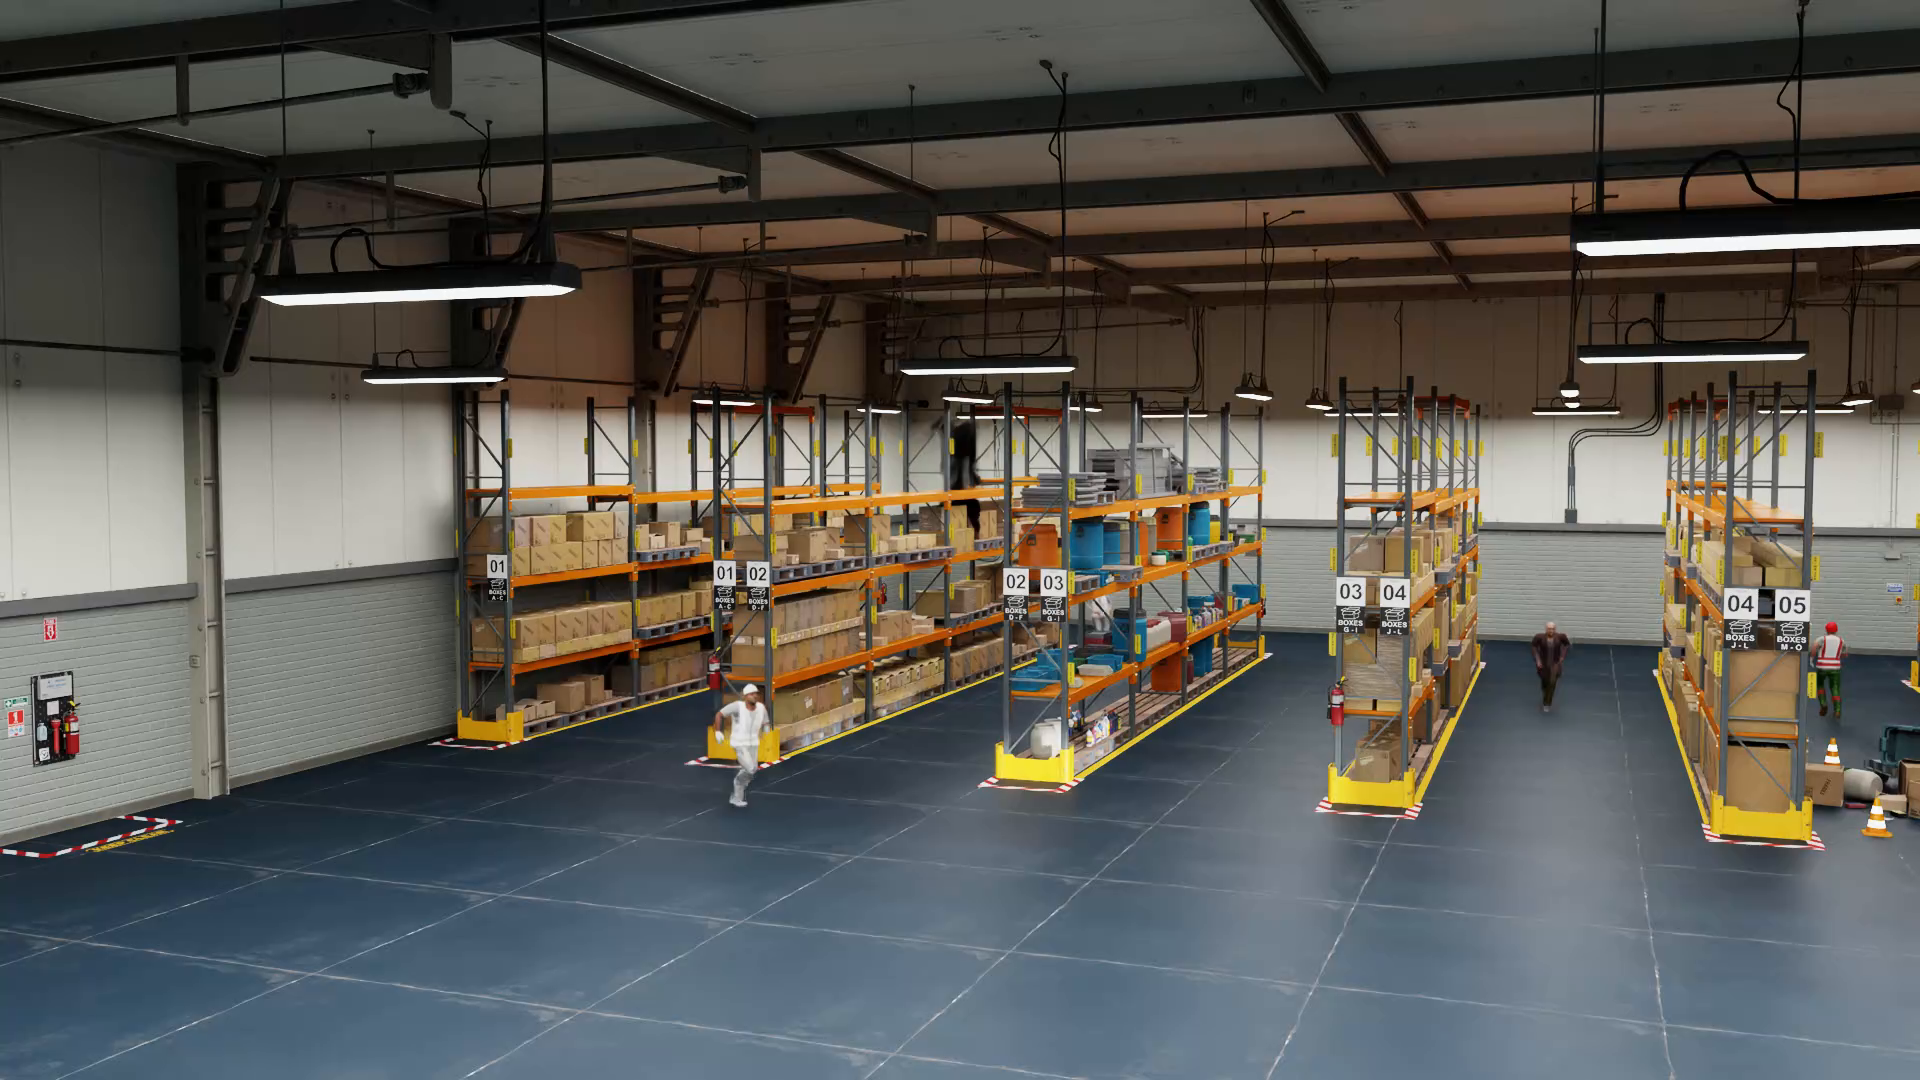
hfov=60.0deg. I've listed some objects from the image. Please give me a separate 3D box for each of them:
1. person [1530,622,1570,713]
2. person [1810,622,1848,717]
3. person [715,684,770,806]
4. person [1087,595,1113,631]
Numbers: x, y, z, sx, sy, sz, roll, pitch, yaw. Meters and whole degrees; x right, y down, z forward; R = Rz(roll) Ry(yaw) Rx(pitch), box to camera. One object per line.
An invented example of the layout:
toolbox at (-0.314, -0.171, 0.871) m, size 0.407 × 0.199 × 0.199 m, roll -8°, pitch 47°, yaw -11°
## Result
person at (11.323, 2.500, 31.955) m, size 0.722 × 1.561 × 0.974 m, roll 1°, pitch 3°, yaw 13°
person at (16.107, 2.405, 30.857) m, size 0.671 × 1.783 × 0.884 m, roll 1°, pitch 3°, yaw 18°
person at (-2.951, 2.857, 23.043) m, size 0.730 × 1.724 × 0.712 m, roll -3°, pitch 4°, yaw -40°
person at (3.470, 1.879, 41.194) m, size 0.673 × 1.704 × 0.551 m, roll 0°, pitch 3°, yaw 0°
